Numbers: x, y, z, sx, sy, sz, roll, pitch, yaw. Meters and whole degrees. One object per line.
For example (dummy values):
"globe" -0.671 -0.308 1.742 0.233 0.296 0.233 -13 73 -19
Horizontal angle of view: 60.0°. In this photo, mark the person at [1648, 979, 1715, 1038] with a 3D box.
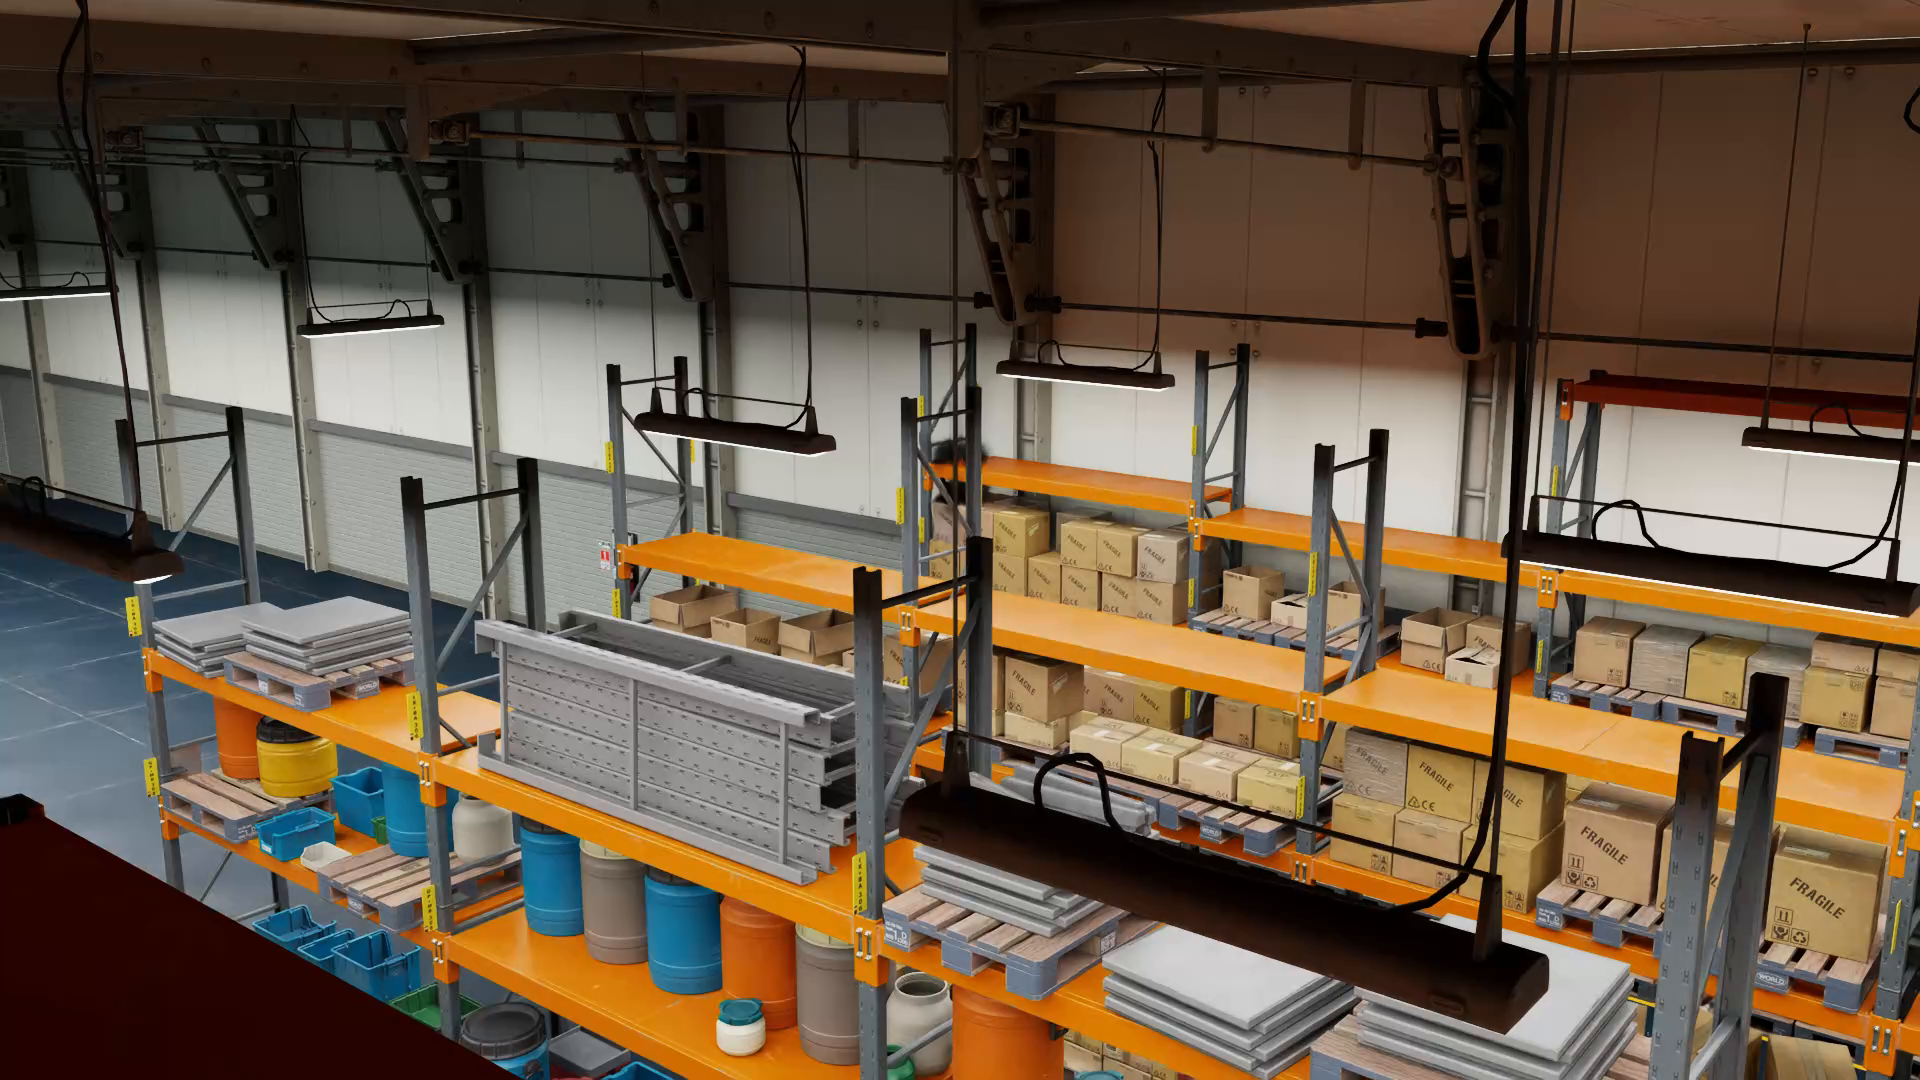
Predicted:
"person" 6.328 4.089 14.371 1.078 1.709 0.543 9 16 35
